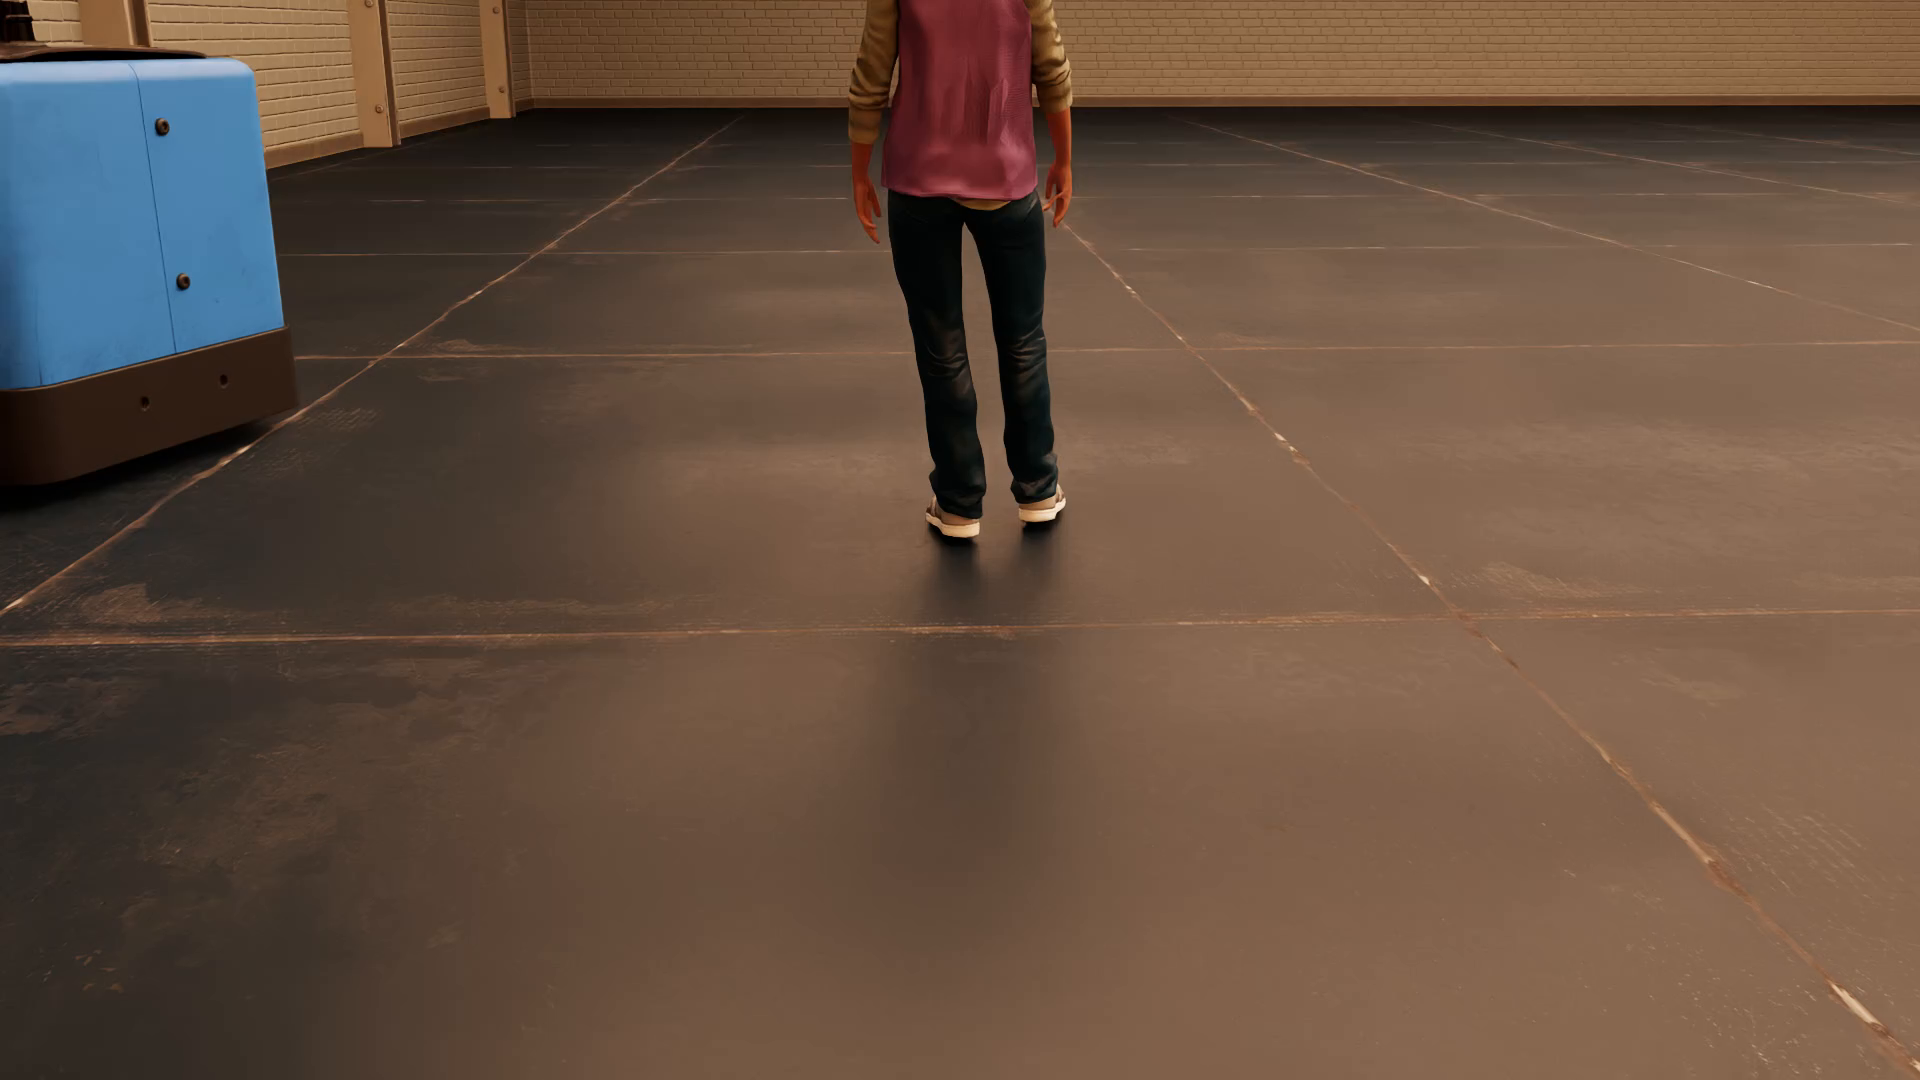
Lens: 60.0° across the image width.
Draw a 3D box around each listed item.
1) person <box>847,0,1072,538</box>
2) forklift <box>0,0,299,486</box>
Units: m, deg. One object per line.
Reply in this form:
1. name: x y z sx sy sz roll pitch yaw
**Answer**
1. person: 0.010 -0.793 3.754 0.520 1.599 0.473 -1 17 -3
2. forklift: -3.557 -1.731 4.567 3.031 2.935 1.130 5 18 16
